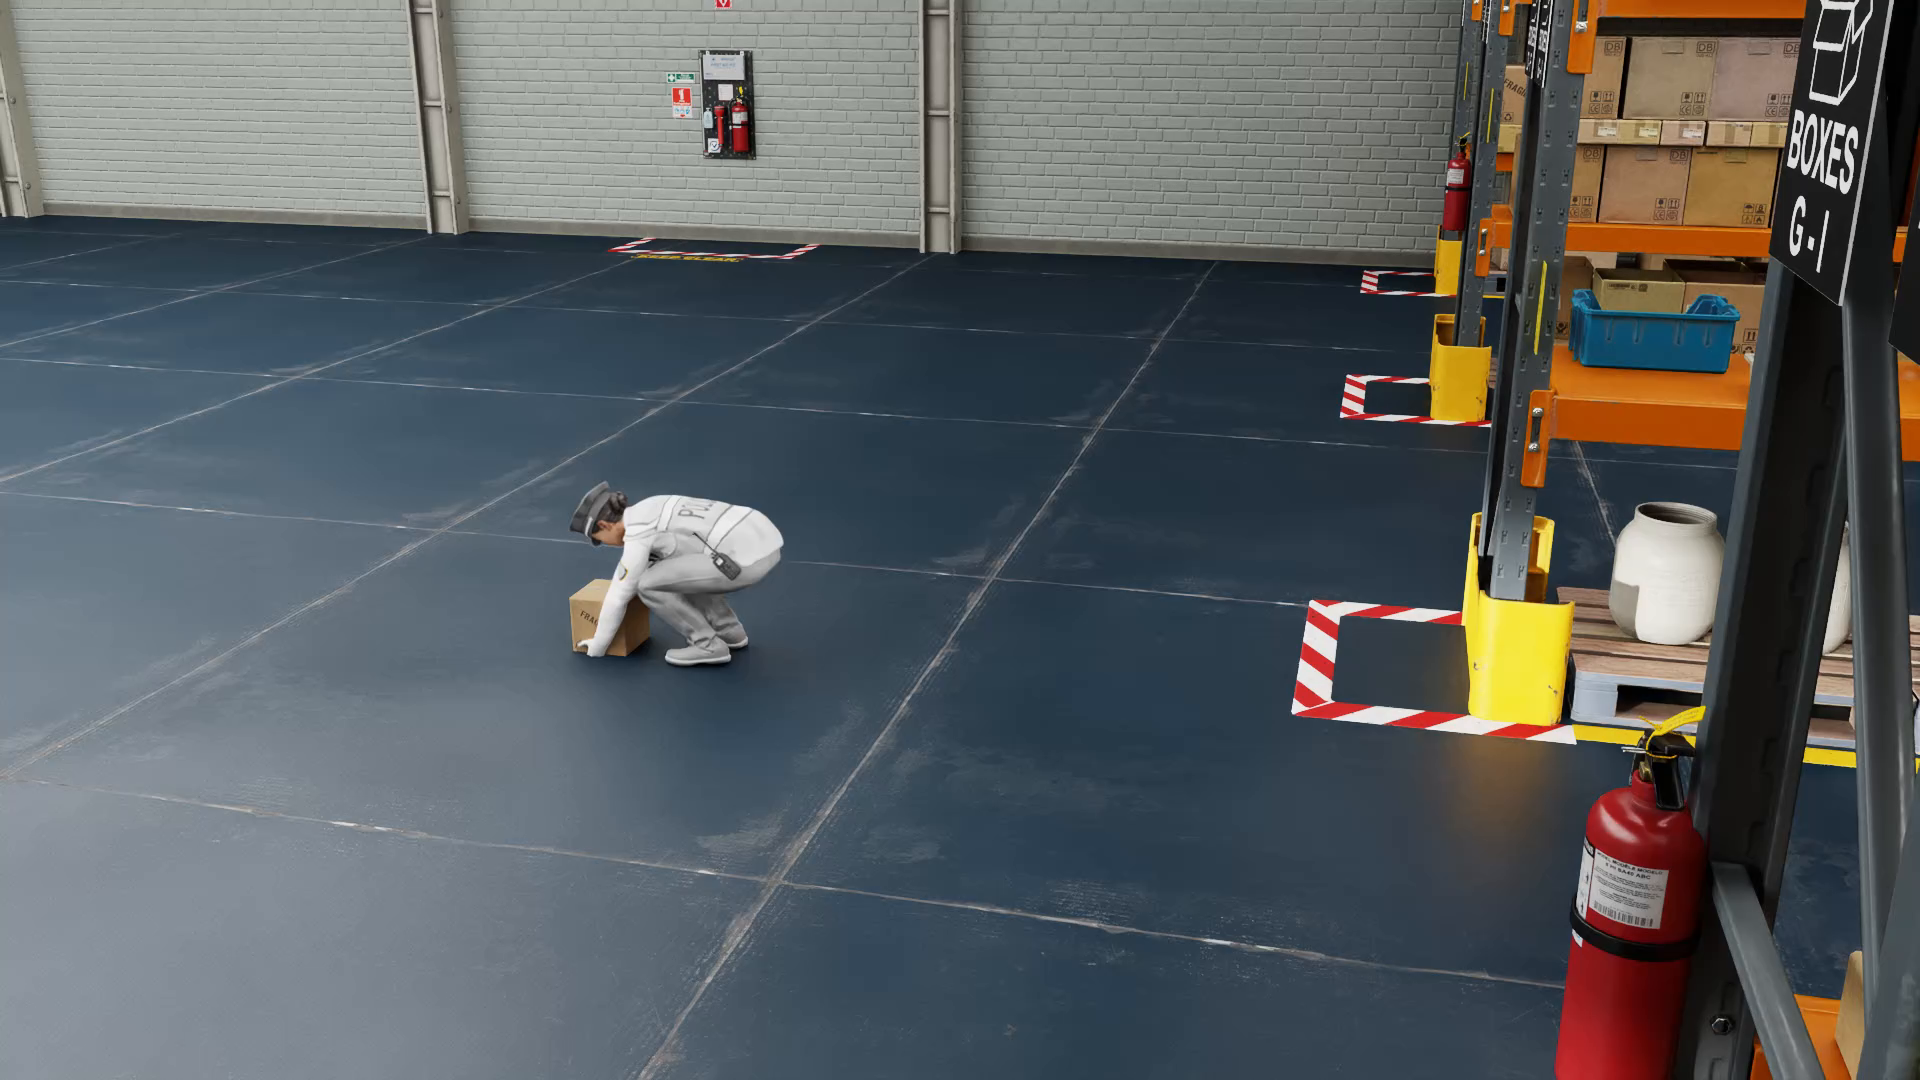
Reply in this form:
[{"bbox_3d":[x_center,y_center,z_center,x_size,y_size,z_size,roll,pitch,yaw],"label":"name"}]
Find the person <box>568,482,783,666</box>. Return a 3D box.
[{"bbox_3d":[-1.212,0.141,7.114,0.909,0.769,0.441,4,19,12],"label":"person"}]
